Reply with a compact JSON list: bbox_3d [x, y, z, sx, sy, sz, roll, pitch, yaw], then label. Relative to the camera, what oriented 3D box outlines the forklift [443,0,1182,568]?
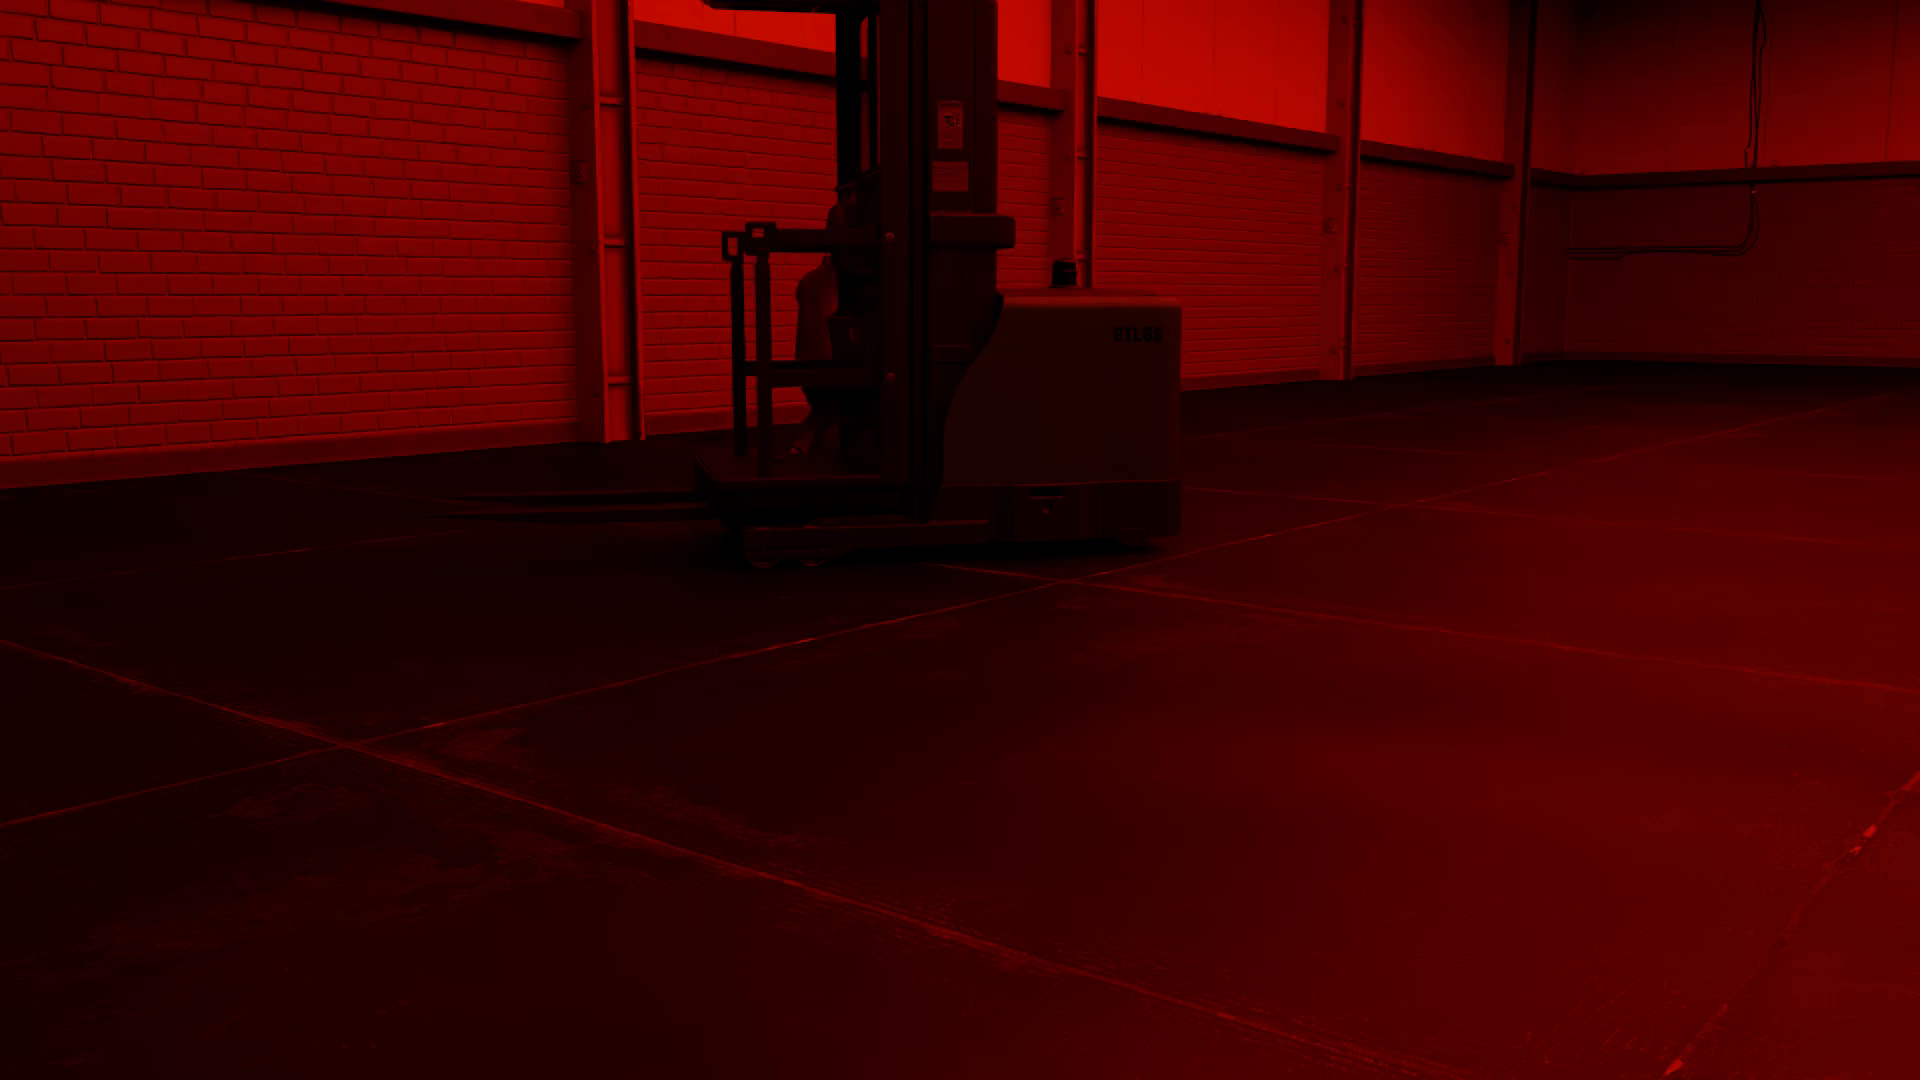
[{"bbox_3d":[-0.629,-1.422,6.999,3.031,2.935,1.130,-2,9,-13],"label":"forklift"}]

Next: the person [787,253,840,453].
[{"bbox_3d":[-0.572,-1.044,9.527,0.854,1.513,0.948,5,10,33],"label":"person"}]
